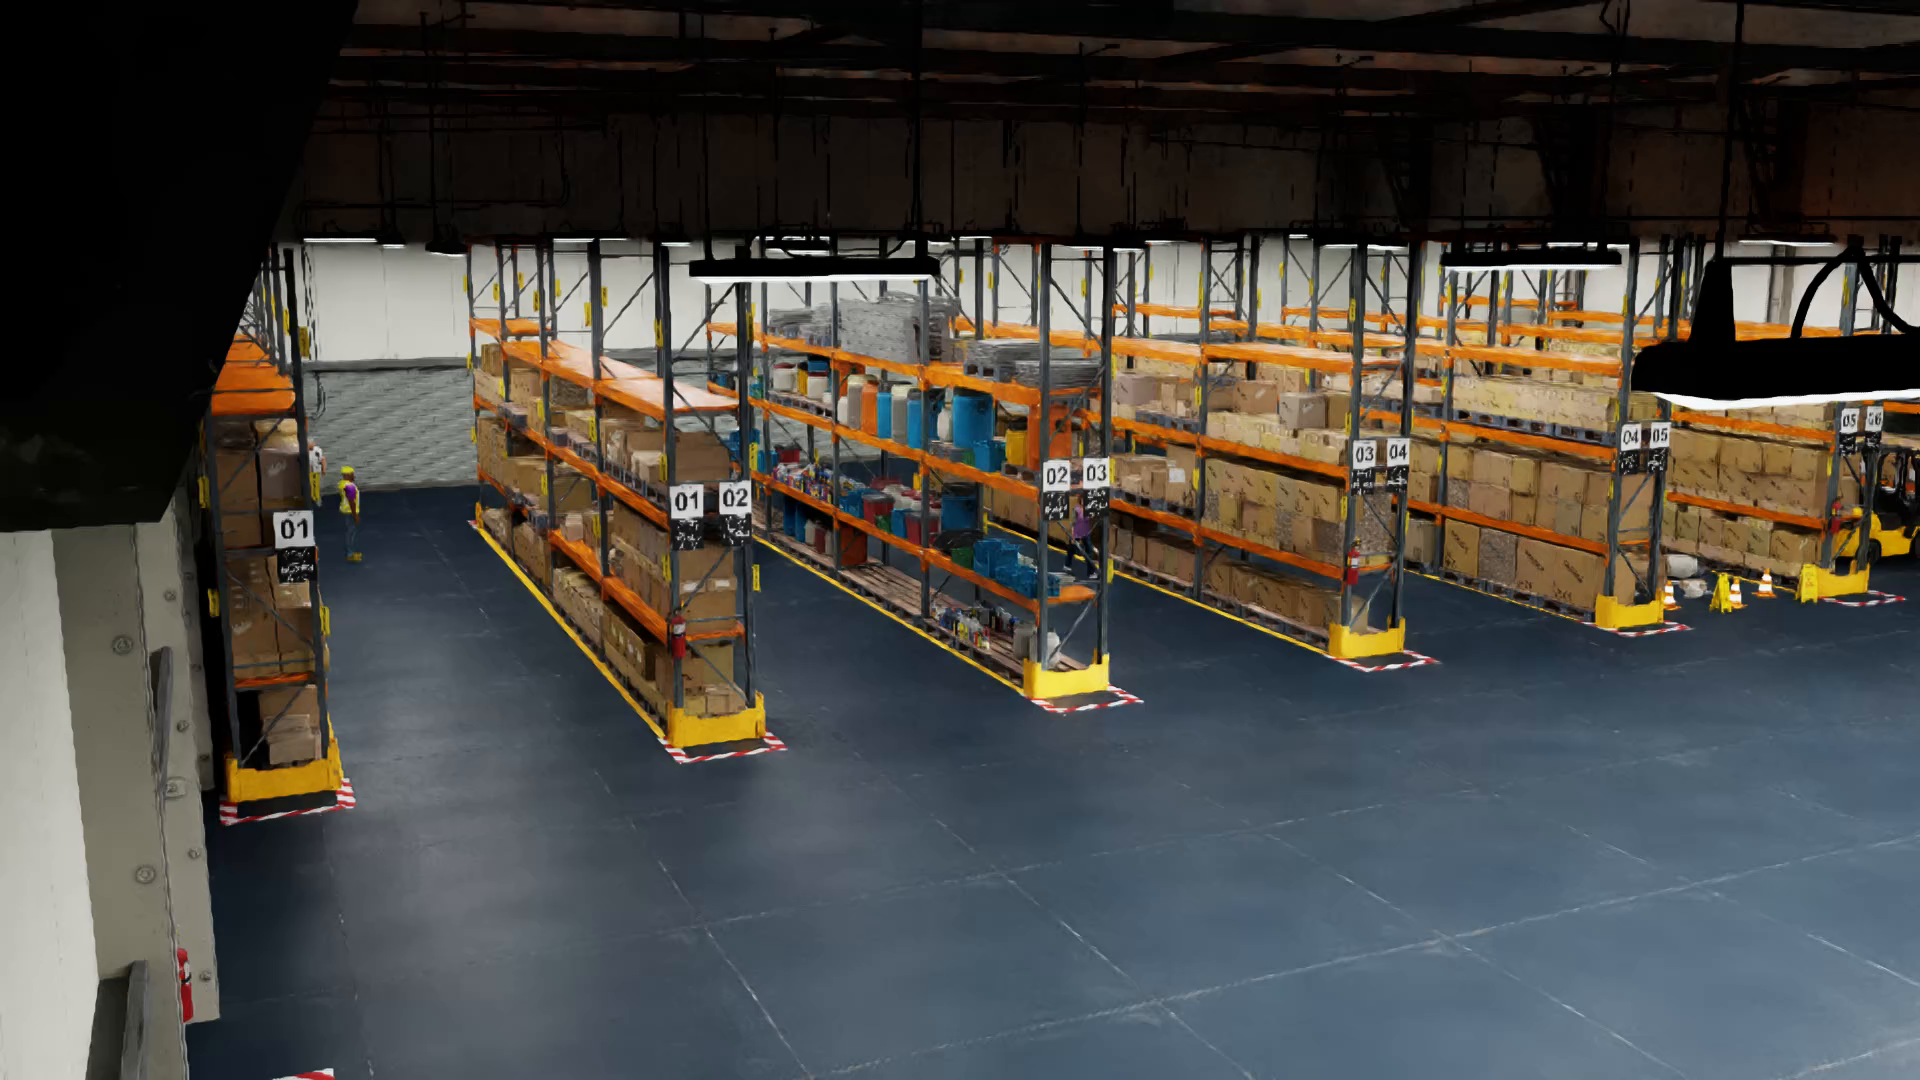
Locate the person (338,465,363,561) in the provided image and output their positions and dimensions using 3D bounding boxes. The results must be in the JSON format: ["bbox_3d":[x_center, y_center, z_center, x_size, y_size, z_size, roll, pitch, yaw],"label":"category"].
[{"bbox_3d":[-11.376,-0.523,31.084,0.389,1.764,0.665,-7,13,-33],"label":"person"}]

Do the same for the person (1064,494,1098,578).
[{"bbox_3d":[2.143,-0.106,29.617,0.417,1.517,1.036,-4,12,-21],"label":"person"}]

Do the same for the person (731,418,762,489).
[{"bbox_3d":[-5.044,-1.979,38.595,0.613,1.771,0.781,3,11,15],"label":"person"}]

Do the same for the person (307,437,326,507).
[{"bbox_3d":[-14.292,-1.495,36.650,0.625,1.611,0.582,-5,12,-26],"label":"person"}]
